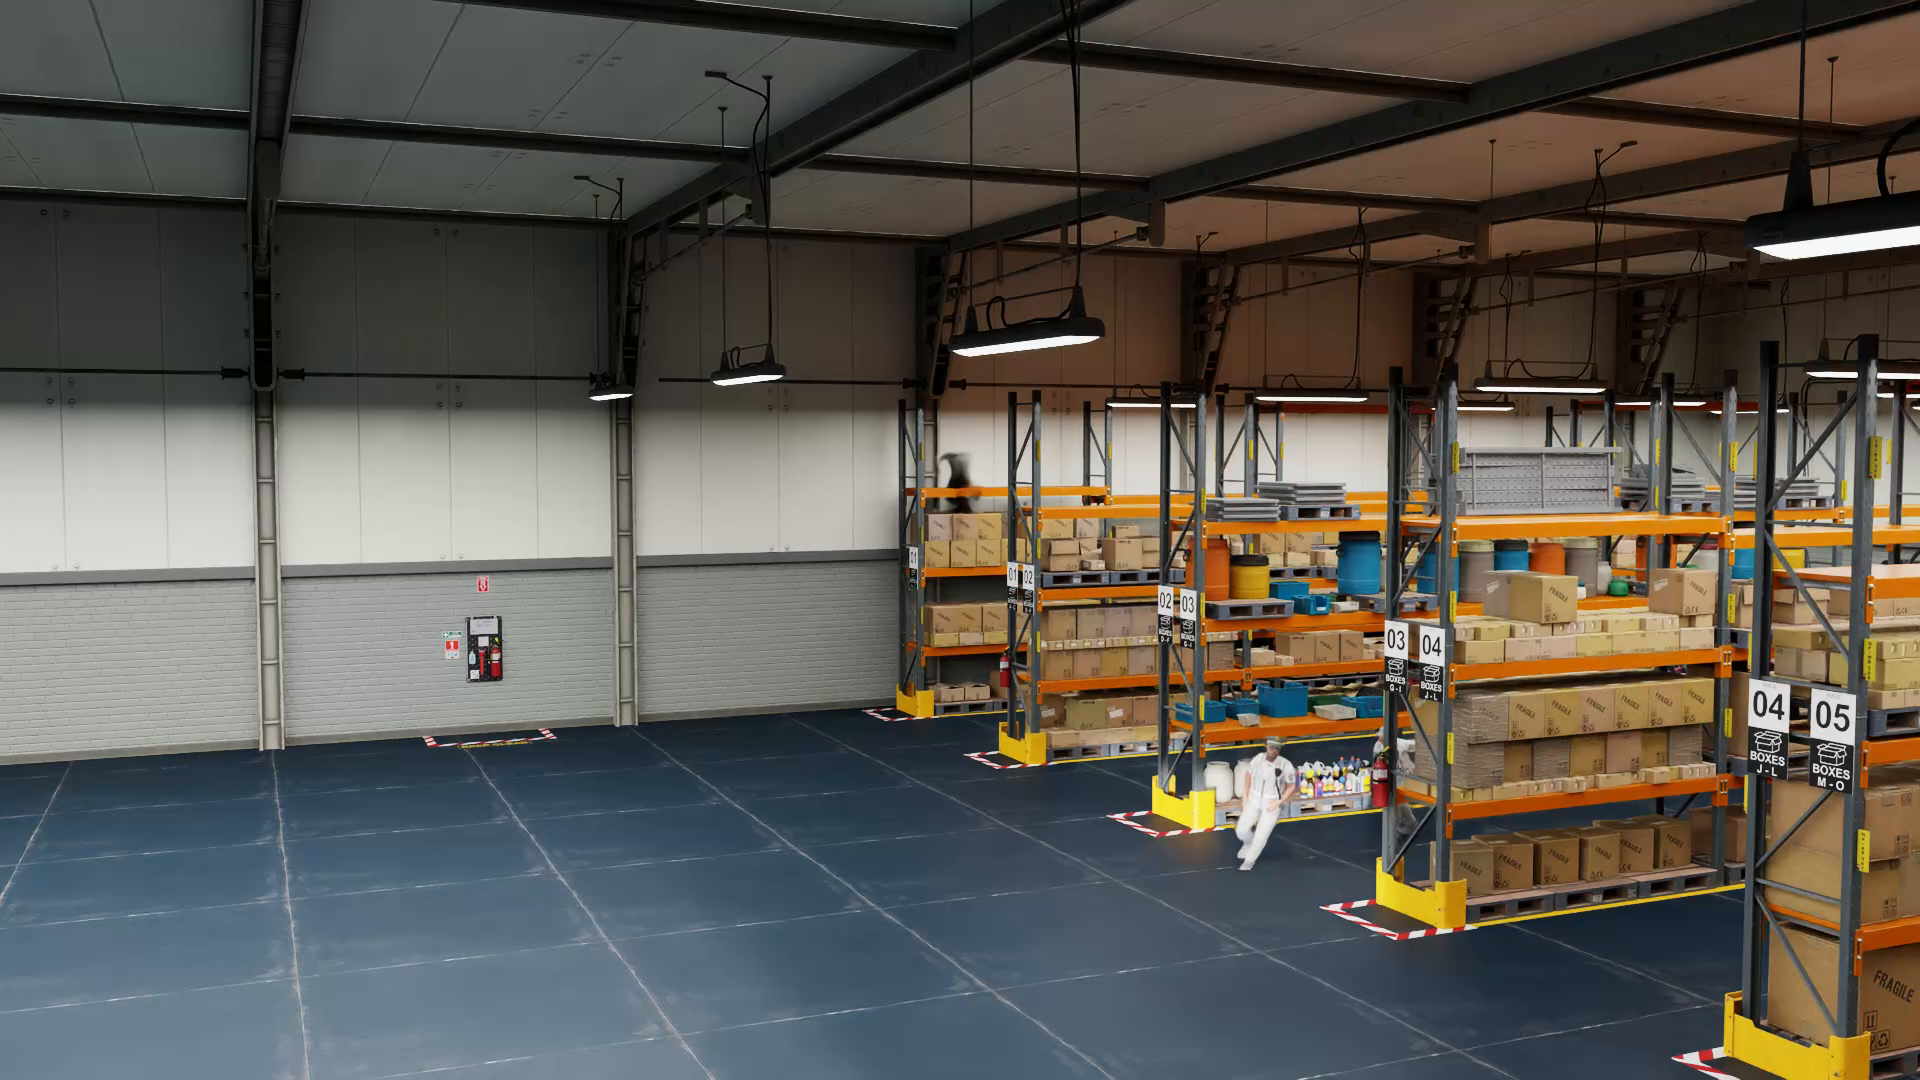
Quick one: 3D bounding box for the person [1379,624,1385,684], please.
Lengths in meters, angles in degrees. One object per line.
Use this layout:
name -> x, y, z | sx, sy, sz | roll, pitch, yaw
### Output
person -> 8.422, 2.444, 32.495 | 0.733, 1.622, 0.598 | -1, 4, -18

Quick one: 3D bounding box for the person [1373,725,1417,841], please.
person -> 5.673, 3.157, 21.396 | 0.990, 1.640, 0.658 | -3, 5, -45

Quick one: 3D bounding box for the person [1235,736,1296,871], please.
person -> 3.665, 3.154, 19.974 | 0.738, 1.675, 0.551 | 2, 4, 27
